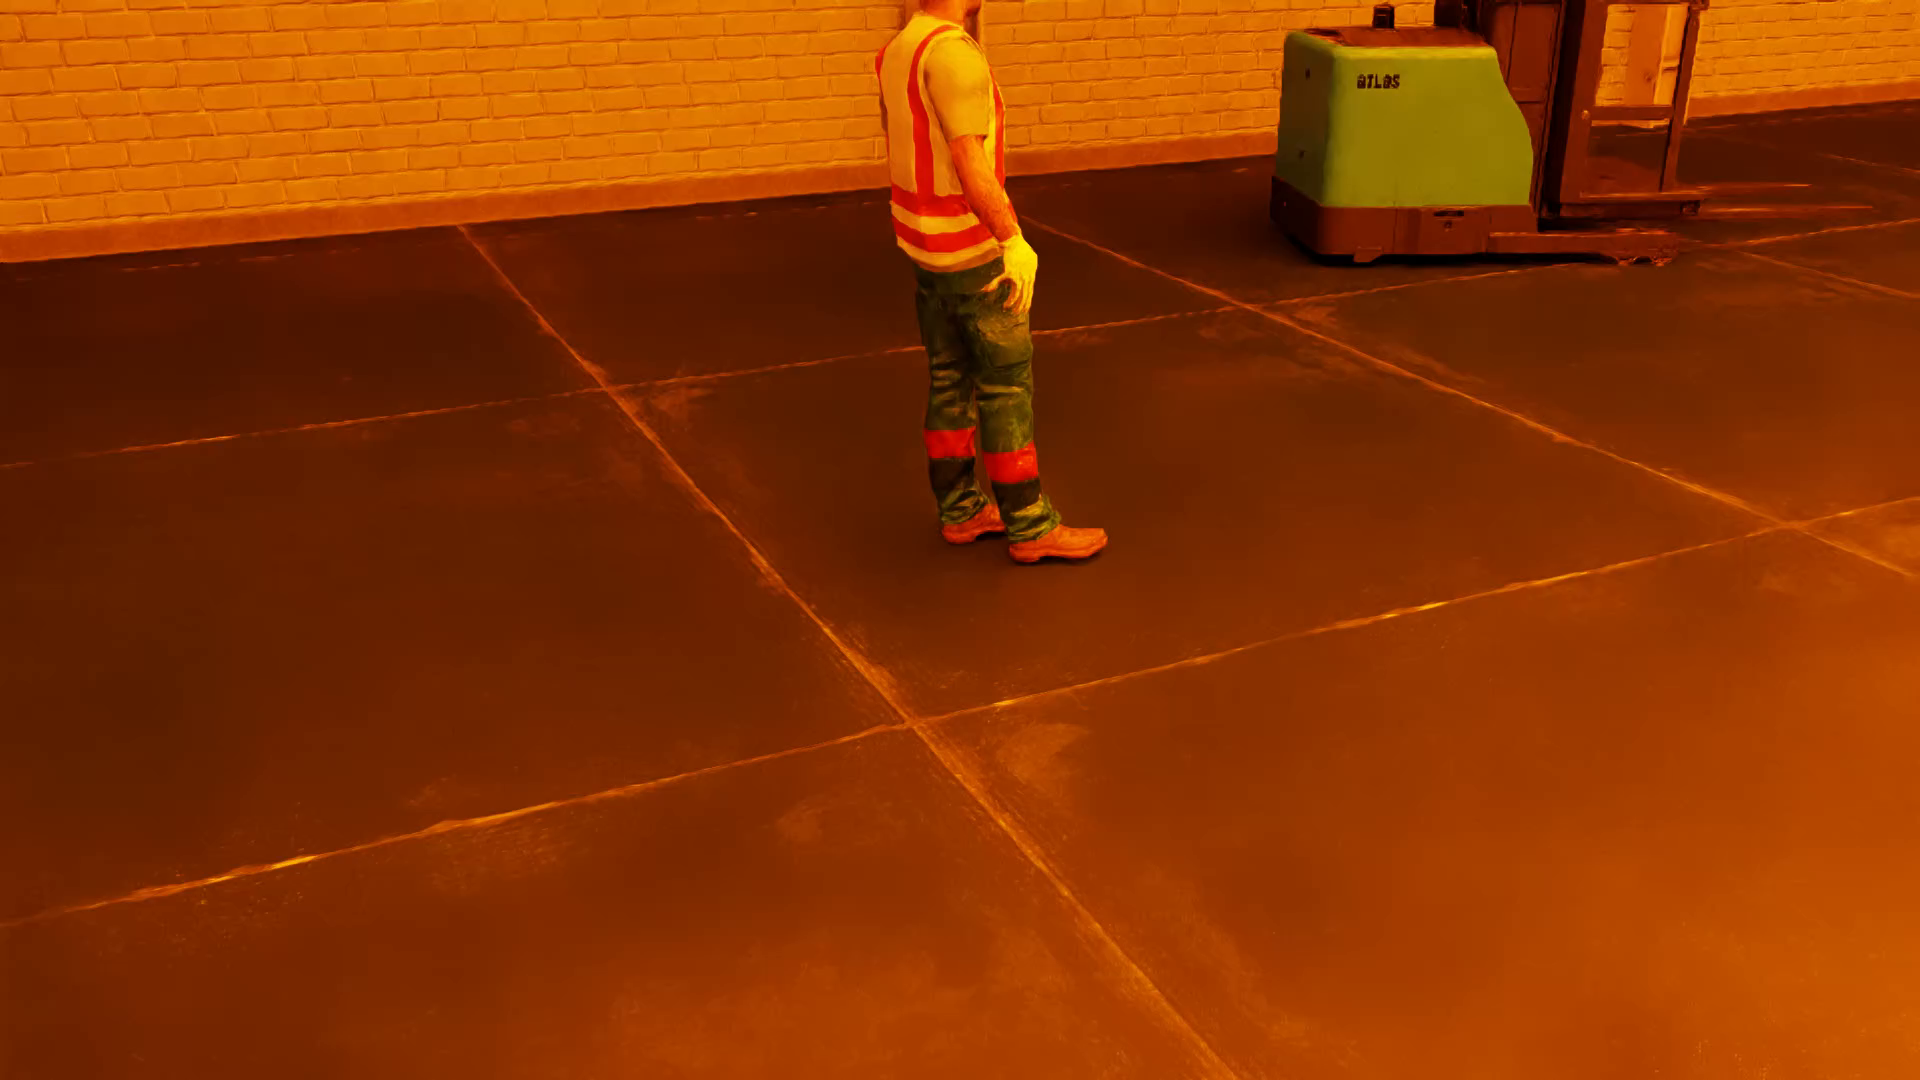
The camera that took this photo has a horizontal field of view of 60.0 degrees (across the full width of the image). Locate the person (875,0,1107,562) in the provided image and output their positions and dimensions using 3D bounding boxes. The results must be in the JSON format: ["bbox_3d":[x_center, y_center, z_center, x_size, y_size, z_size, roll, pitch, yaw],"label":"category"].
[{"bbox_3d":[0.077,-0.842,4.783,0.563,1.787,0.637,-10,25,-23],"label":"person"}]

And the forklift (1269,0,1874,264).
[{"bbox_3d":[3.266,-2.969,8.434,3.031,2.935,1.130,-2,23,-5],"label":"forklift"}]
